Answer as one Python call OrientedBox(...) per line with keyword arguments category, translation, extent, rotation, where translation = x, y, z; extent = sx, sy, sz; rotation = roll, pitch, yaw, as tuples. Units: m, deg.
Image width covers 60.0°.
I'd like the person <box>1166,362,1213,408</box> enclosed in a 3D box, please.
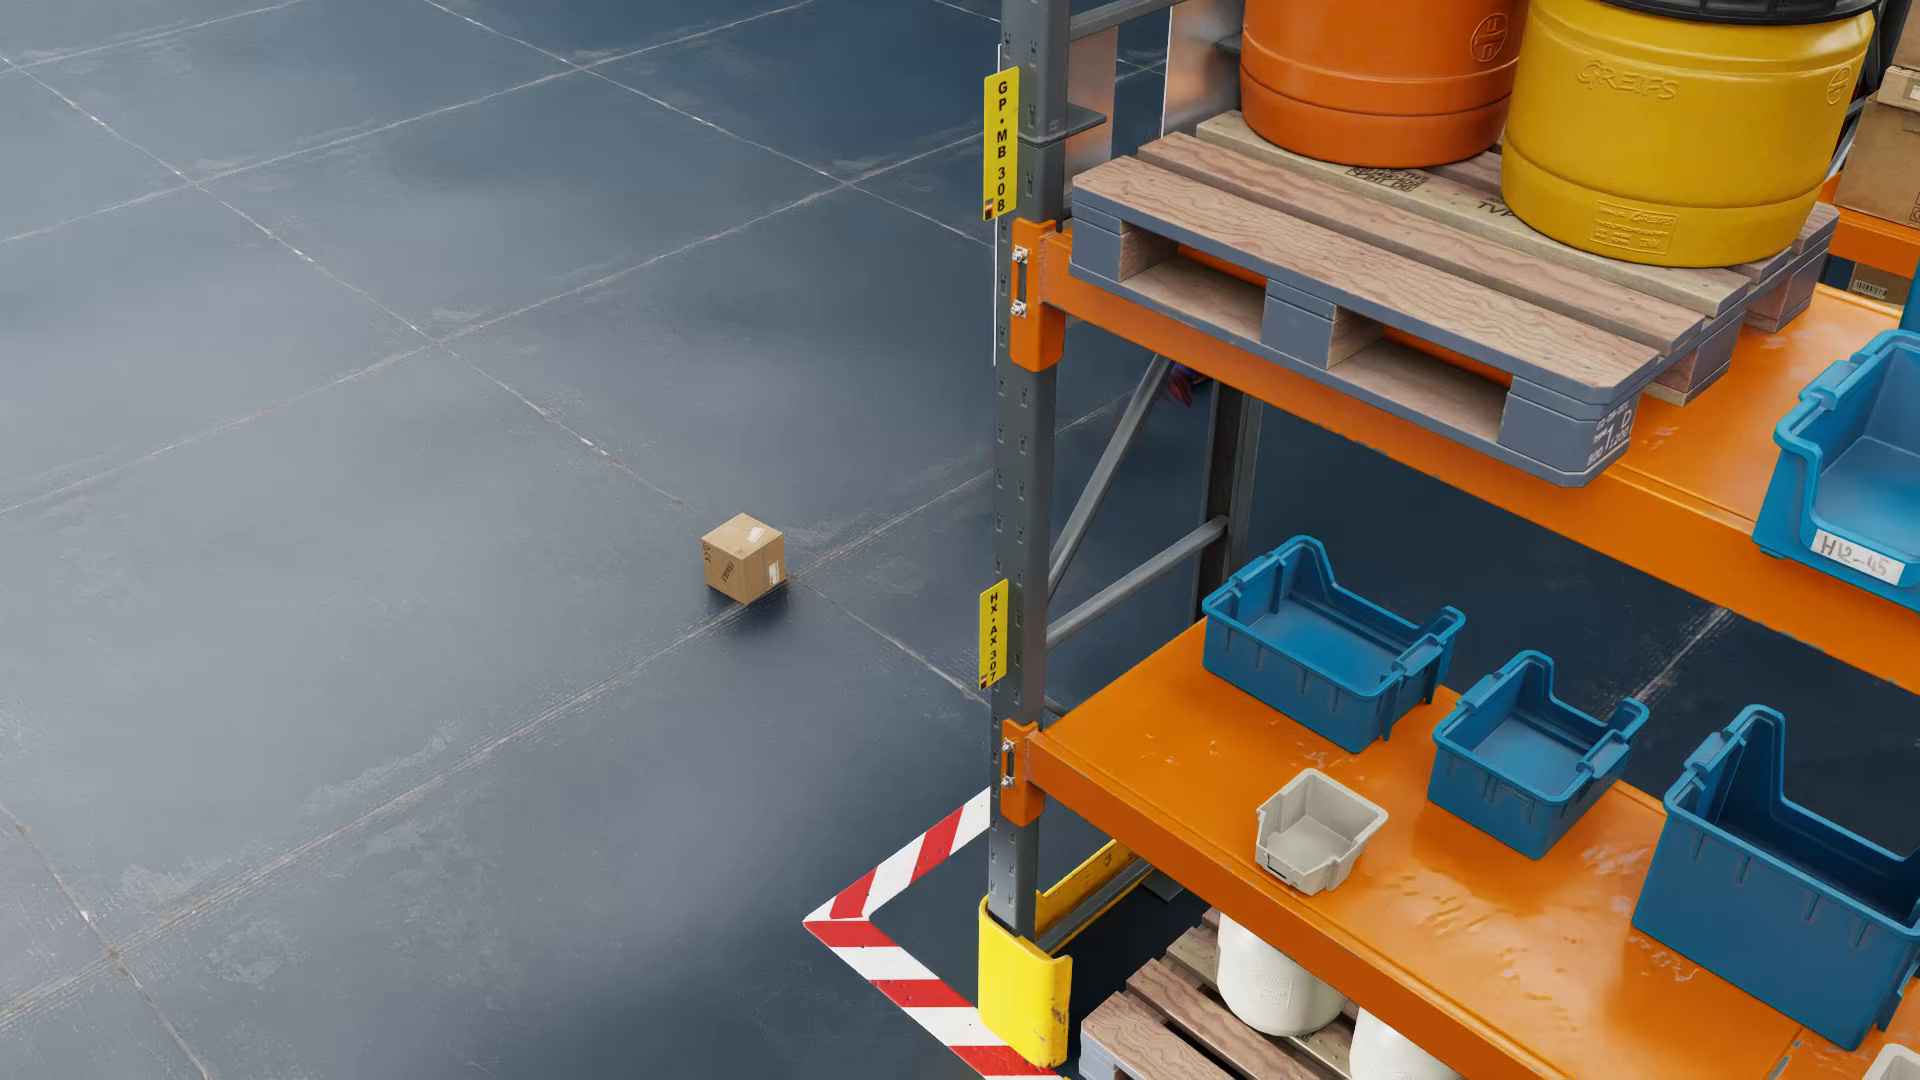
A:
OrientedBox(category="person", translation=(1.189, -1.407, 8.091), extent=(0.669, 1.623, 0.466), rotation=(-28, 44, -33))
